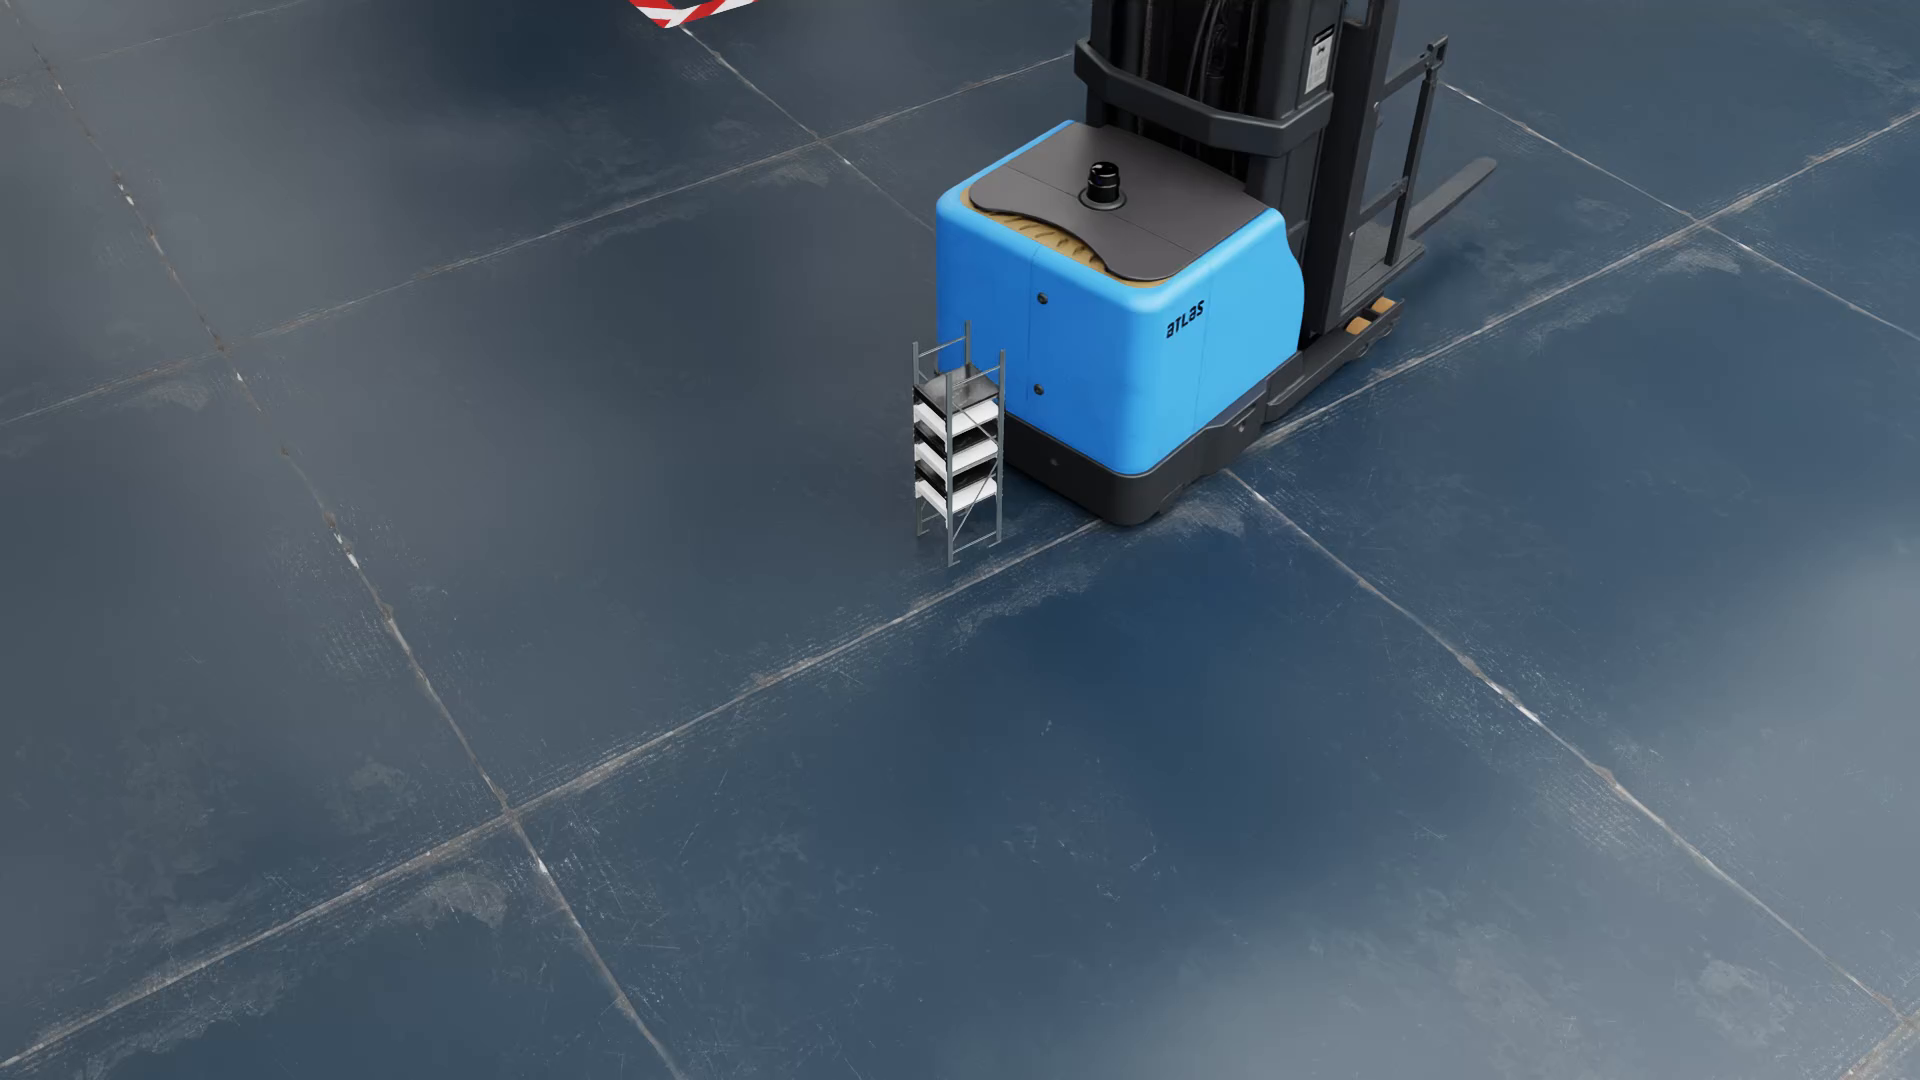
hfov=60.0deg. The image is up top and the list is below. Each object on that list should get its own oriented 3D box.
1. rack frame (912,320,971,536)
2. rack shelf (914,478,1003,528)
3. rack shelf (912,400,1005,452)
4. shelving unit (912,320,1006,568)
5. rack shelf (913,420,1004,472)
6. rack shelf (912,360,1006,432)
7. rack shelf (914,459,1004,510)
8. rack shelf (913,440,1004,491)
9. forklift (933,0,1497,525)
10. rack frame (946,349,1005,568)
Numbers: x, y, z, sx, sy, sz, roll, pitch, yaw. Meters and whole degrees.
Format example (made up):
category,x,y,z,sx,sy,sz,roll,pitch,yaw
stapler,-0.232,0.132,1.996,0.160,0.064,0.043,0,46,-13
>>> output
category,x,y,z,sx,sy,sz,roll,pitch,yaw
rack frame,-0.063,-0.388,6.004,0.240,0.900,0.006,-26,49,-24
rack shelf,-0.005,-0.176,6.091,0.258,0.077,0.200,-26,49,-24
rack shelf,-0.005,-0.436,5.843,0.258,0.077,0.200,-26,49,-24
shelving unit,-0.005,-0.330,5.944,0.258,0.900,0.210,-26,49,-24
rack shelf,-0.005,-0.371,5.905,0.258,0.077,0.200,-26,49,-24
rack shelf,-0.005,-0.501,5.781,0.258,0.077,0.200,-26,49,-24
rack shelf,-0.005,-0.241,6.029,0.258,0.077,0.200,-26,49,-24
rack shelf,-0.005,-0.306,5.967,0.258,0.077,0.200,-26,49,-24
forklift,1.256,-2.050,6.275,1.130,2.935,3.031,32,52,29
rack frame,0.054,-0.273,5.884,0.240,0.900,0.006,-26,49,-24
